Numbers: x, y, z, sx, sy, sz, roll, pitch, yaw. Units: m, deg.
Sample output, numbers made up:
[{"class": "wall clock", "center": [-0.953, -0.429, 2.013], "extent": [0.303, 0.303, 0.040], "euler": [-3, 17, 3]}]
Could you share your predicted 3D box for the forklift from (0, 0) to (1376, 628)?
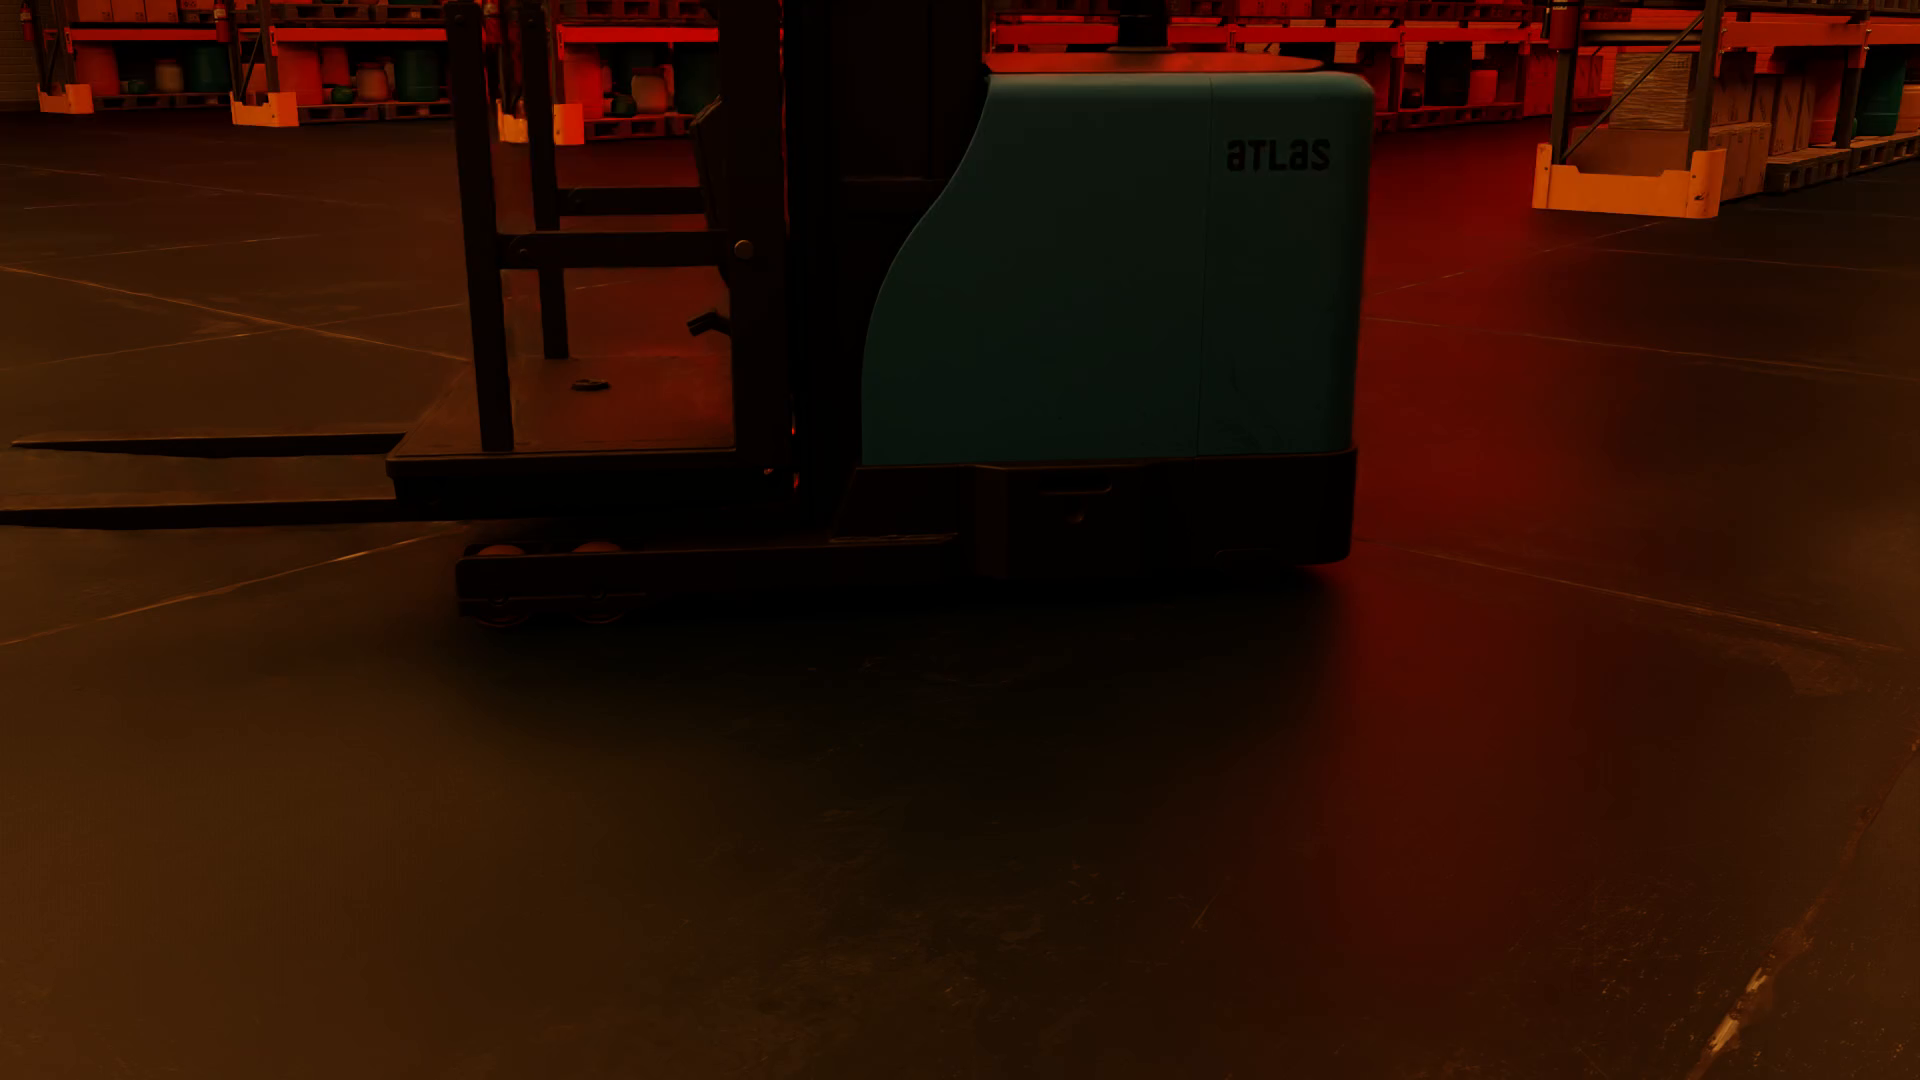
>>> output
[{"class": "forklift", "center": [-0.705, -1.386, 3.463], "extent": [3.031, 2.935, 1.130], "euler": [-2, 17, -6]}]
